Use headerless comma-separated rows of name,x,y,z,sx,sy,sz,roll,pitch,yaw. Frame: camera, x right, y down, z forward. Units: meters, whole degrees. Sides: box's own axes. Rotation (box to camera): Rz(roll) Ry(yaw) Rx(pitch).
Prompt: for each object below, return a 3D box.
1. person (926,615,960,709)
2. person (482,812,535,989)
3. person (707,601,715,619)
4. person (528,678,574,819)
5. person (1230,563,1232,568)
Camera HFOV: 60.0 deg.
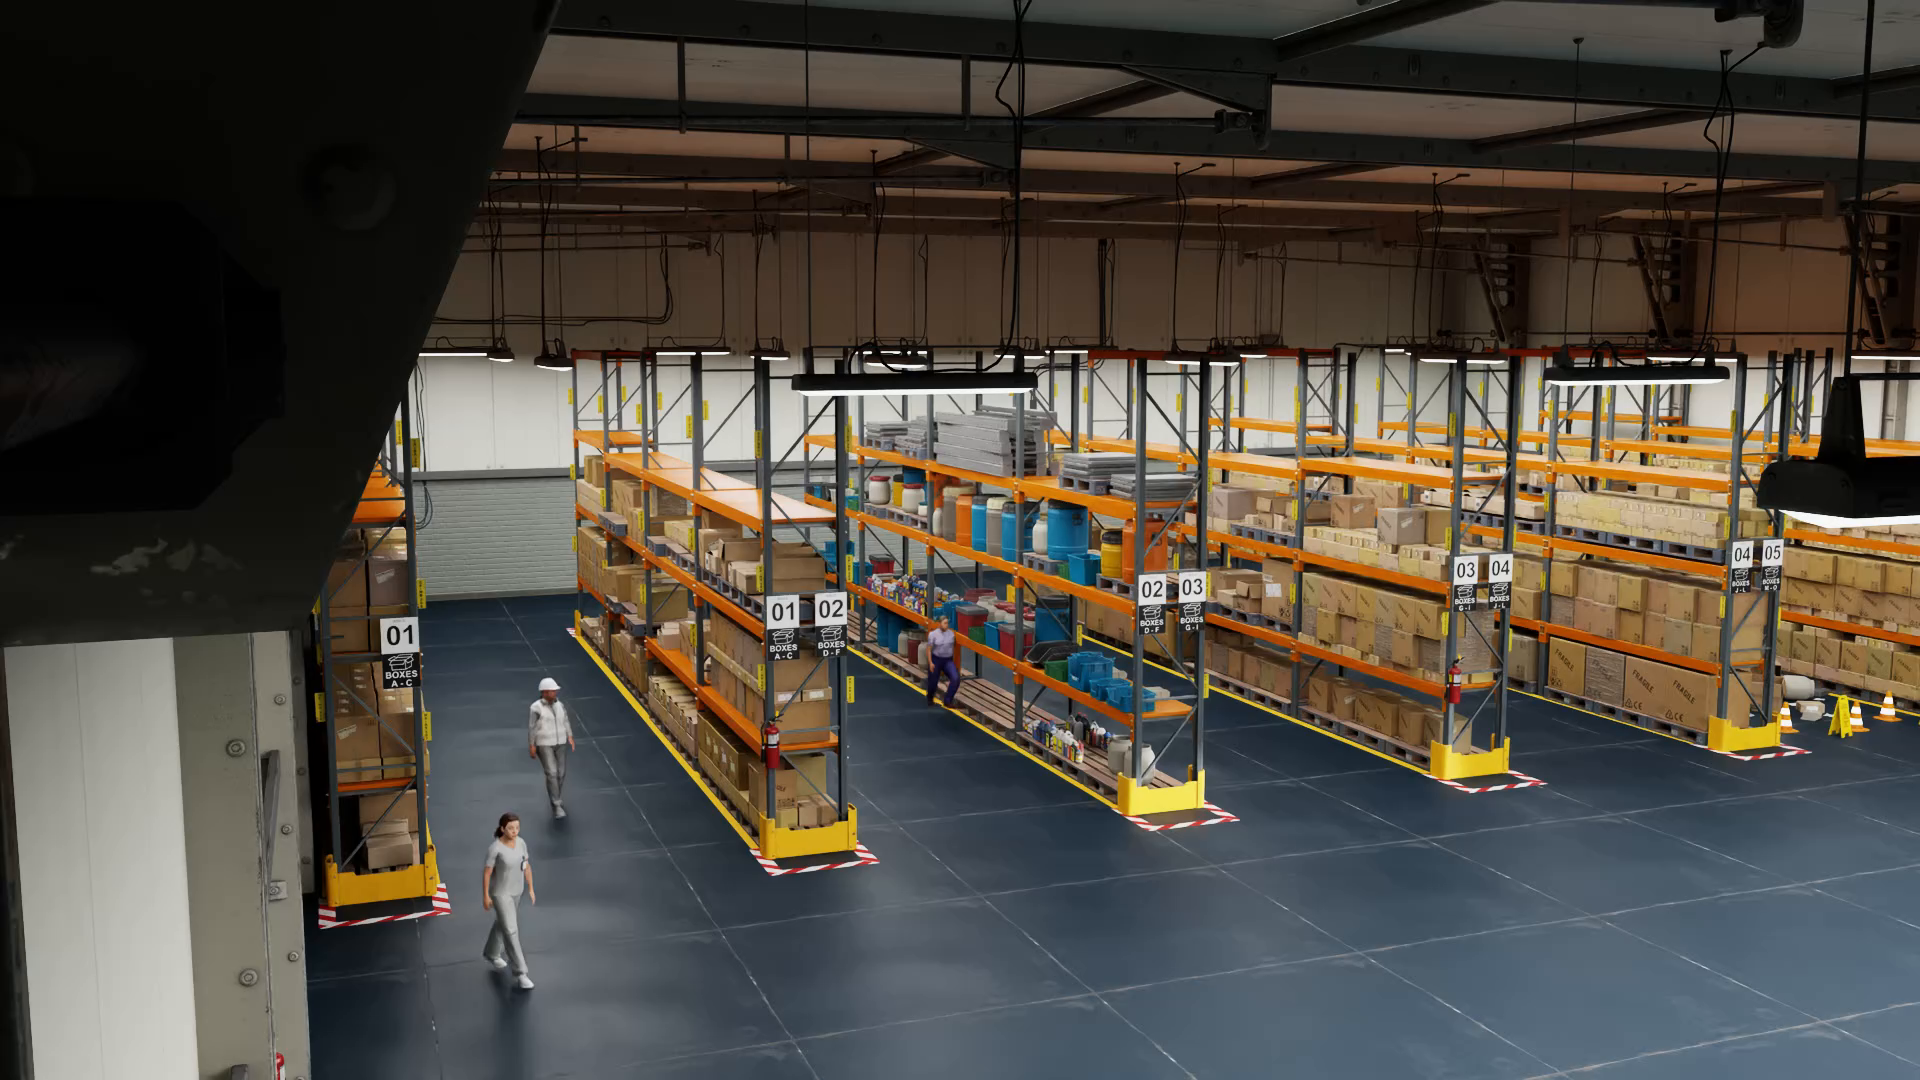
person,-0.284,1.987,27.031,0.542,1.491,0.860,-3,8,-24
person,-4.413,3.476,16.327,0.928,1.624,0.486,4,8,30
person,-5.342,1.242,34.727,0.423,1.526,0.888,-4,8,-29
person,-5.336,2.739,22.055,0.741,1.771,0.565,6,10,42
person,5.399,1.313,33.693,0.609,1.760,0.572,-7,10,-43
